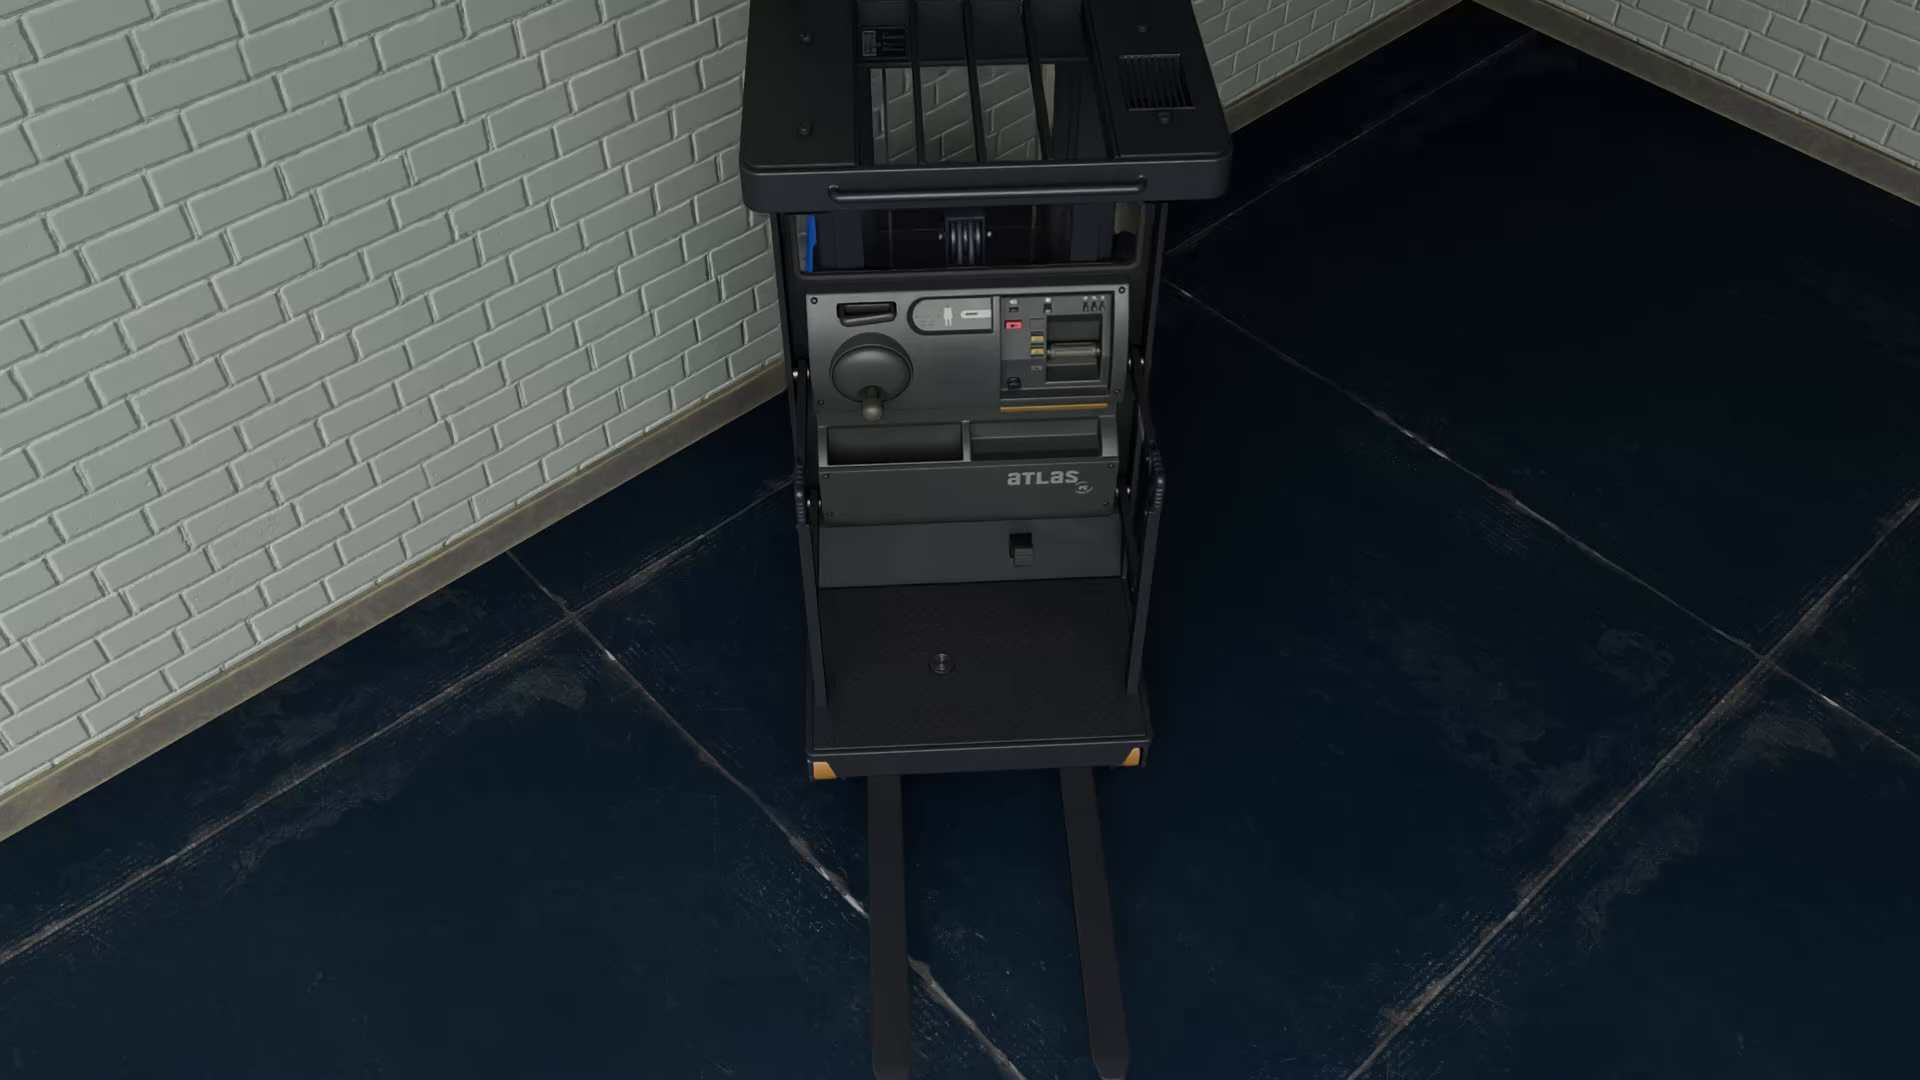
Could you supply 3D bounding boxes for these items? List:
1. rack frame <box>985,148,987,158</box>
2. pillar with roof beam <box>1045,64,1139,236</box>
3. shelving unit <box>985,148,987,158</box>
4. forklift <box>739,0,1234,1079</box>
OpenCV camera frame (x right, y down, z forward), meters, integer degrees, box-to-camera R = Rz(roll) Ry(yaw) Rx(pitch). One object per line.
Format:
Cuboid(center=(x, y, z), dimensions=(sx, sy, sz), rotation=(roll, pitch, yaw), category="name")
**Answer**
Cuboid(center=(0.102, -1.024, 6.480), dimensions=(0.008, 1.050, 0.200), rotation=(-3, 47, -3), category="rack frame")
Cuboid(center=(3.500, -2.092, 2.057), dimensions=(0.400, 9.000, 9.100), rotation=(-34, 56, -27), category="pillar with roof beam")
Cuboid(center=(-0.020, -1.018, 6.475), dimensions=(0.252, 1.050, 0.215), rotation=(-3, 47, -3), category="shelving unit")
Cuboid(center=(0.039, -0.455, 4.675), dimensions=(1.130, 2.935, 3.031), rotation=(-2, 47, -2), category="forklift")
